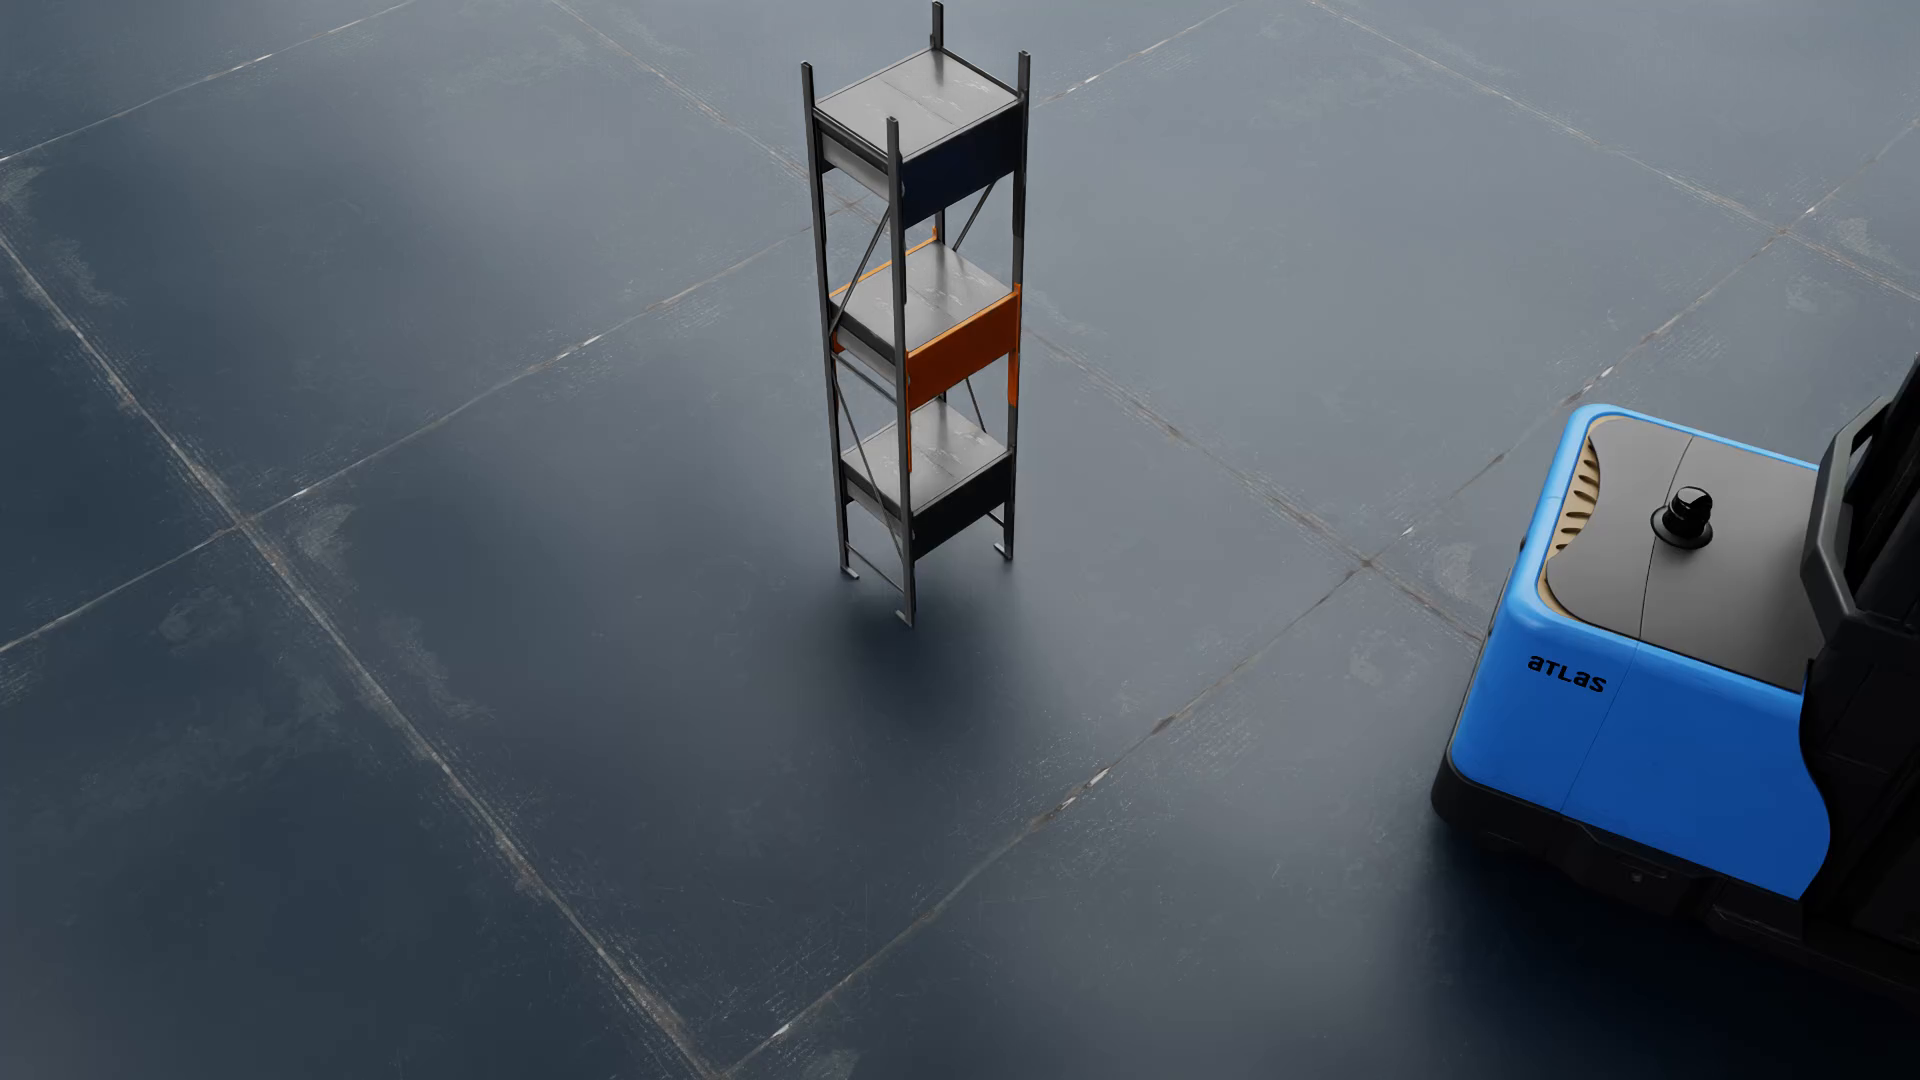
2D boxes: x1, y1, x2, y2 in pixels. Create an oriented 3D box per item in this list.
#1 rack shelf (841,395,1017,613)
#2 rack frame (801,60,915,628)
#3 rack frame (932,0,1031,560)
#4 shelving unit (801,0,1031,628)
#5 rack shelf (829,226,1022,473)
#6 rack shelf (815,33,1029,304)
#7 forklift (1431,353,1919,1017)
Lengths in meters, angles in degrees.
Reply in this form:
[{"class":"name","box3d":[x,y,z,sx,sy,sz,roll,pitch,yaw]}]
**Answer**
[{"class":"rack shelf","box3d":[-0.122,-0.146,5.927,0.480,0.518,0.431,-34,56,-27]},{"class":"rack frame","box3d":[-0.303,-0.510,5.291,0.015,2.100,0.400,-34,56,-27]},{"class":"rack frame","box3d":[0.058,-0.751,5.514,0.015,2.100,0.400,-34,56,-27]},{"class":"shelving unit","box3d":[-0.122,-0.630,5.403,0.503,2.100,0.431,-34,56,-27]},{"class":"rack shelf","box3d":[-0.122,-0.621,5.413,0.480,0.518,0.431,-34,56,-27]},{"class":"rack shelf","box3d":[-0.122,-1.096,4.898,0.480,0.518,0.431,-34,56,-27]},{"class":"forklift","box3d":[3.078,0.078,4.184,3.031,2.935,1.130,20,50,17]}]
